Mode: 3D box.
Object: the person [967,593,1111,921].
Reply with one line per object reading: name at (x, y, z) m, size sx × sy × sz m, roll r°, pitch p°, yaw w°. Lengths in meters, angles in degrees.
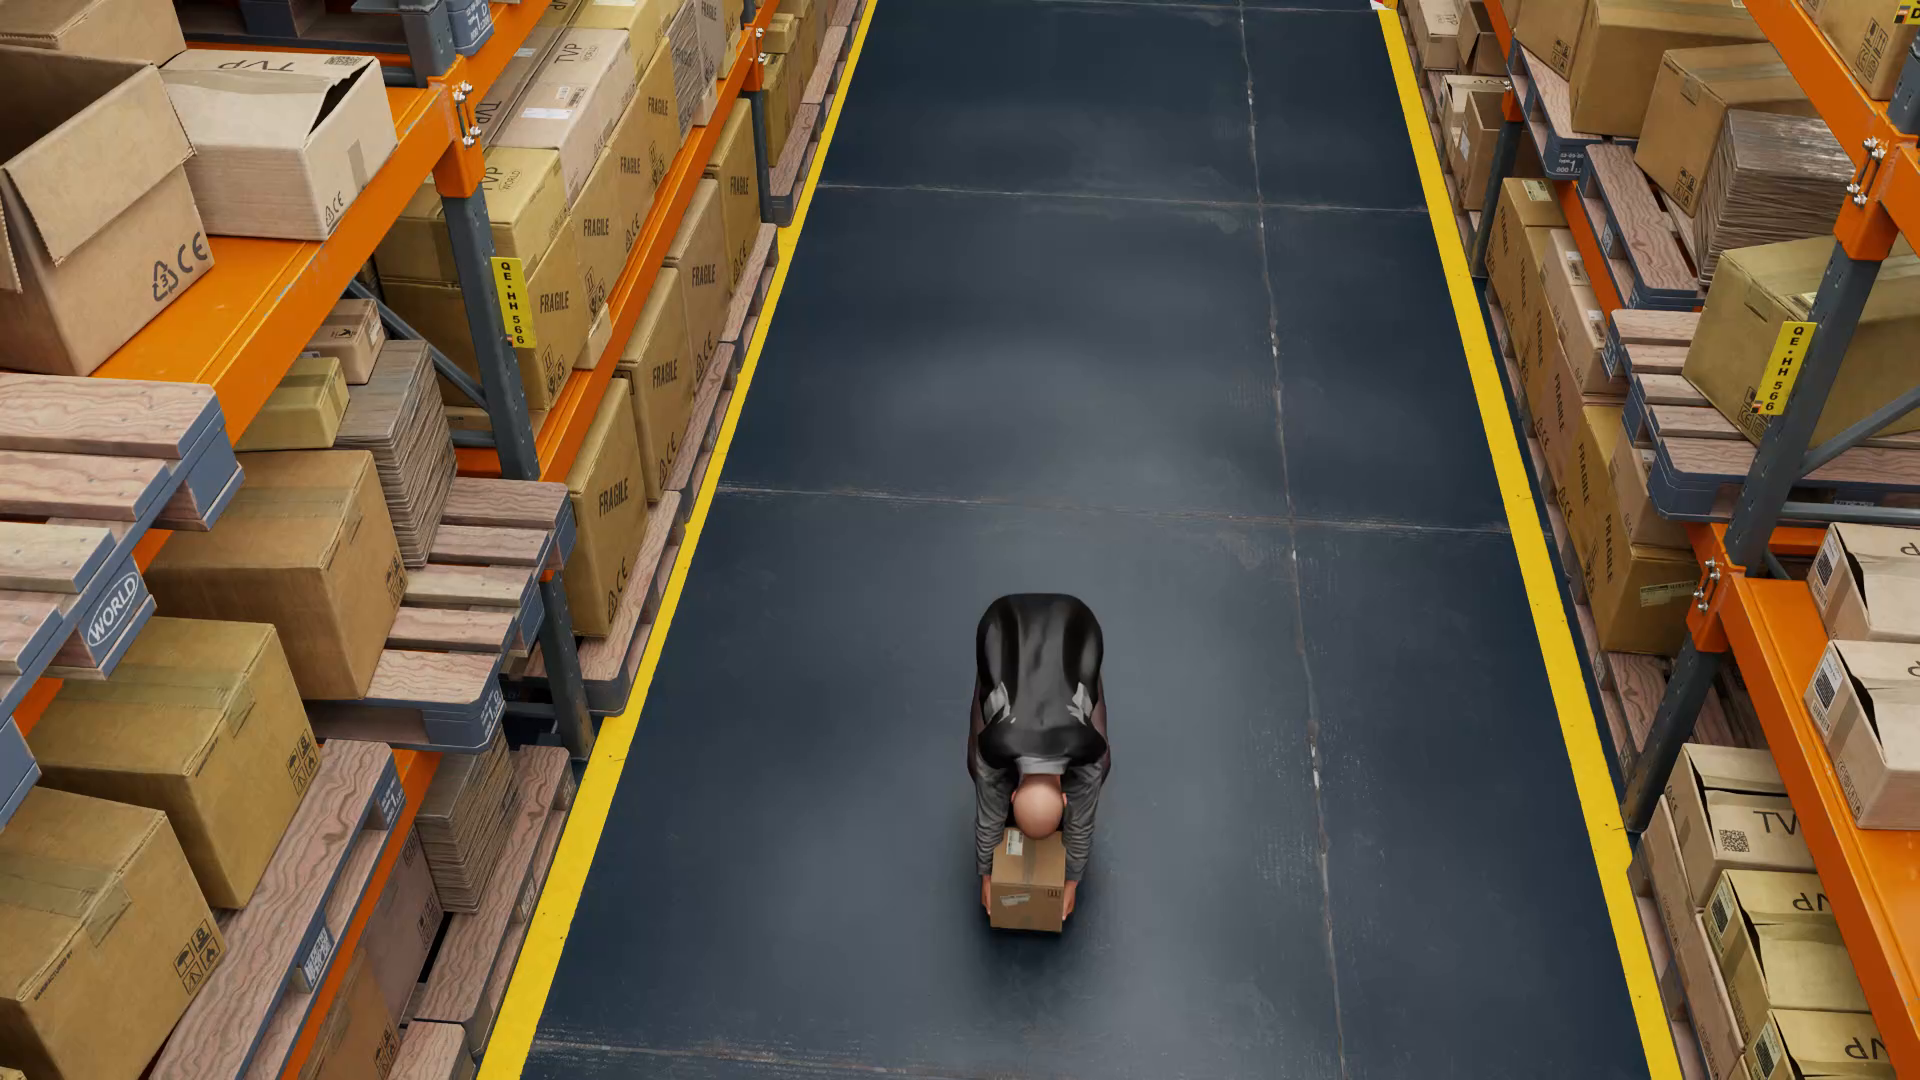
person at (0.279, 0.761, 5.845) m, size 0.511 × 0.973 × 0.944 m, roll 1°, pitch 40°, yaw 2°
